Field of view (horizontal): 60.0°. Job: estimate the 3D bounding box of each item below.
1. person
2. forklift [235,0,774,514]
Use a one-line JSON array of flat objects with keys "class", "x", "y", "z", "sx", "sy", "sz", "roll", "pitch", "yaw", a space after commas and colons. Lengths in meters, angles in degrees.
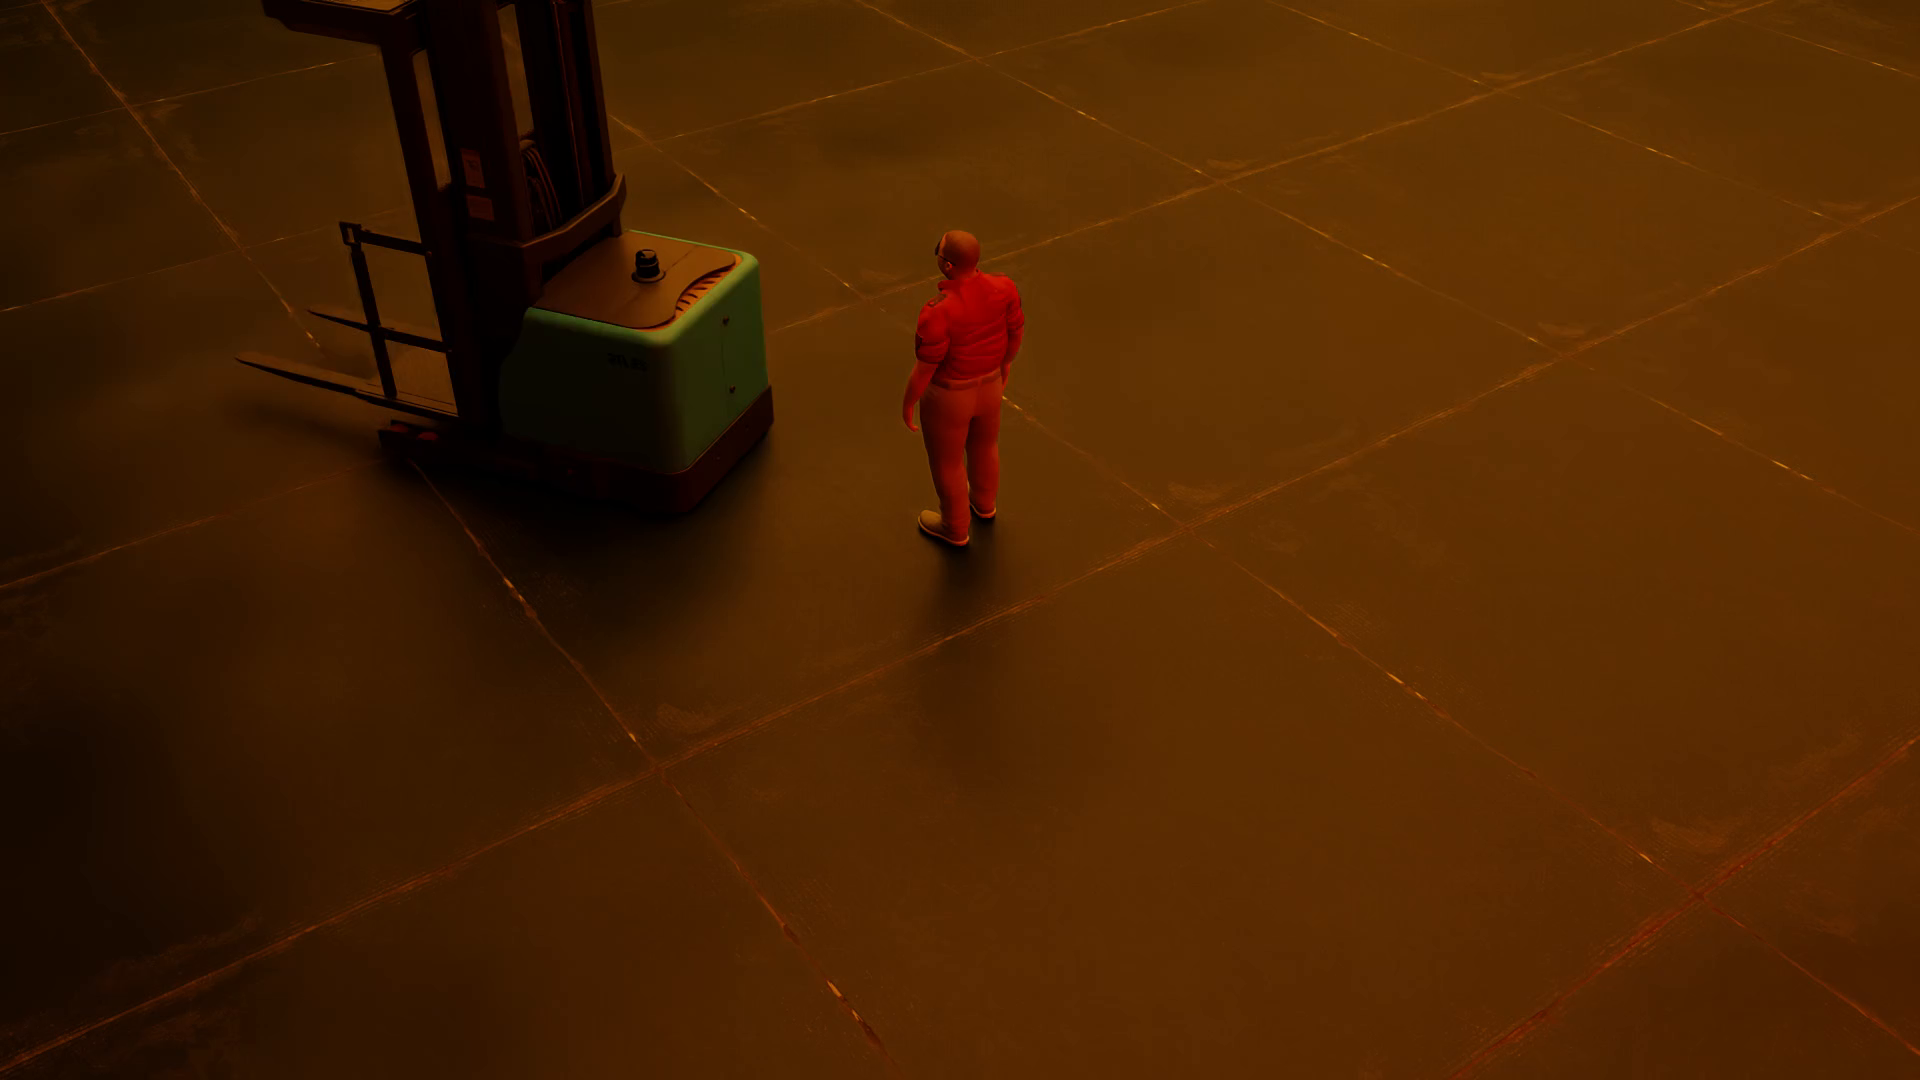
[{"class": "person", "x": -0.042, "y": -0.748, "z": 7.956, "sx": 0.640, "sy": 1.727, "sz": 0.551, "roll": -23, "pitch": 42, "yaw": -28}, {"class": "forklift", "x": -2.594, "y": -1.872, "z": 8.477, "sx": 3.031, "sy": 2.935, "sz": 1.130, "roll": 14, "pitch": 39, "yaw": 18}]
